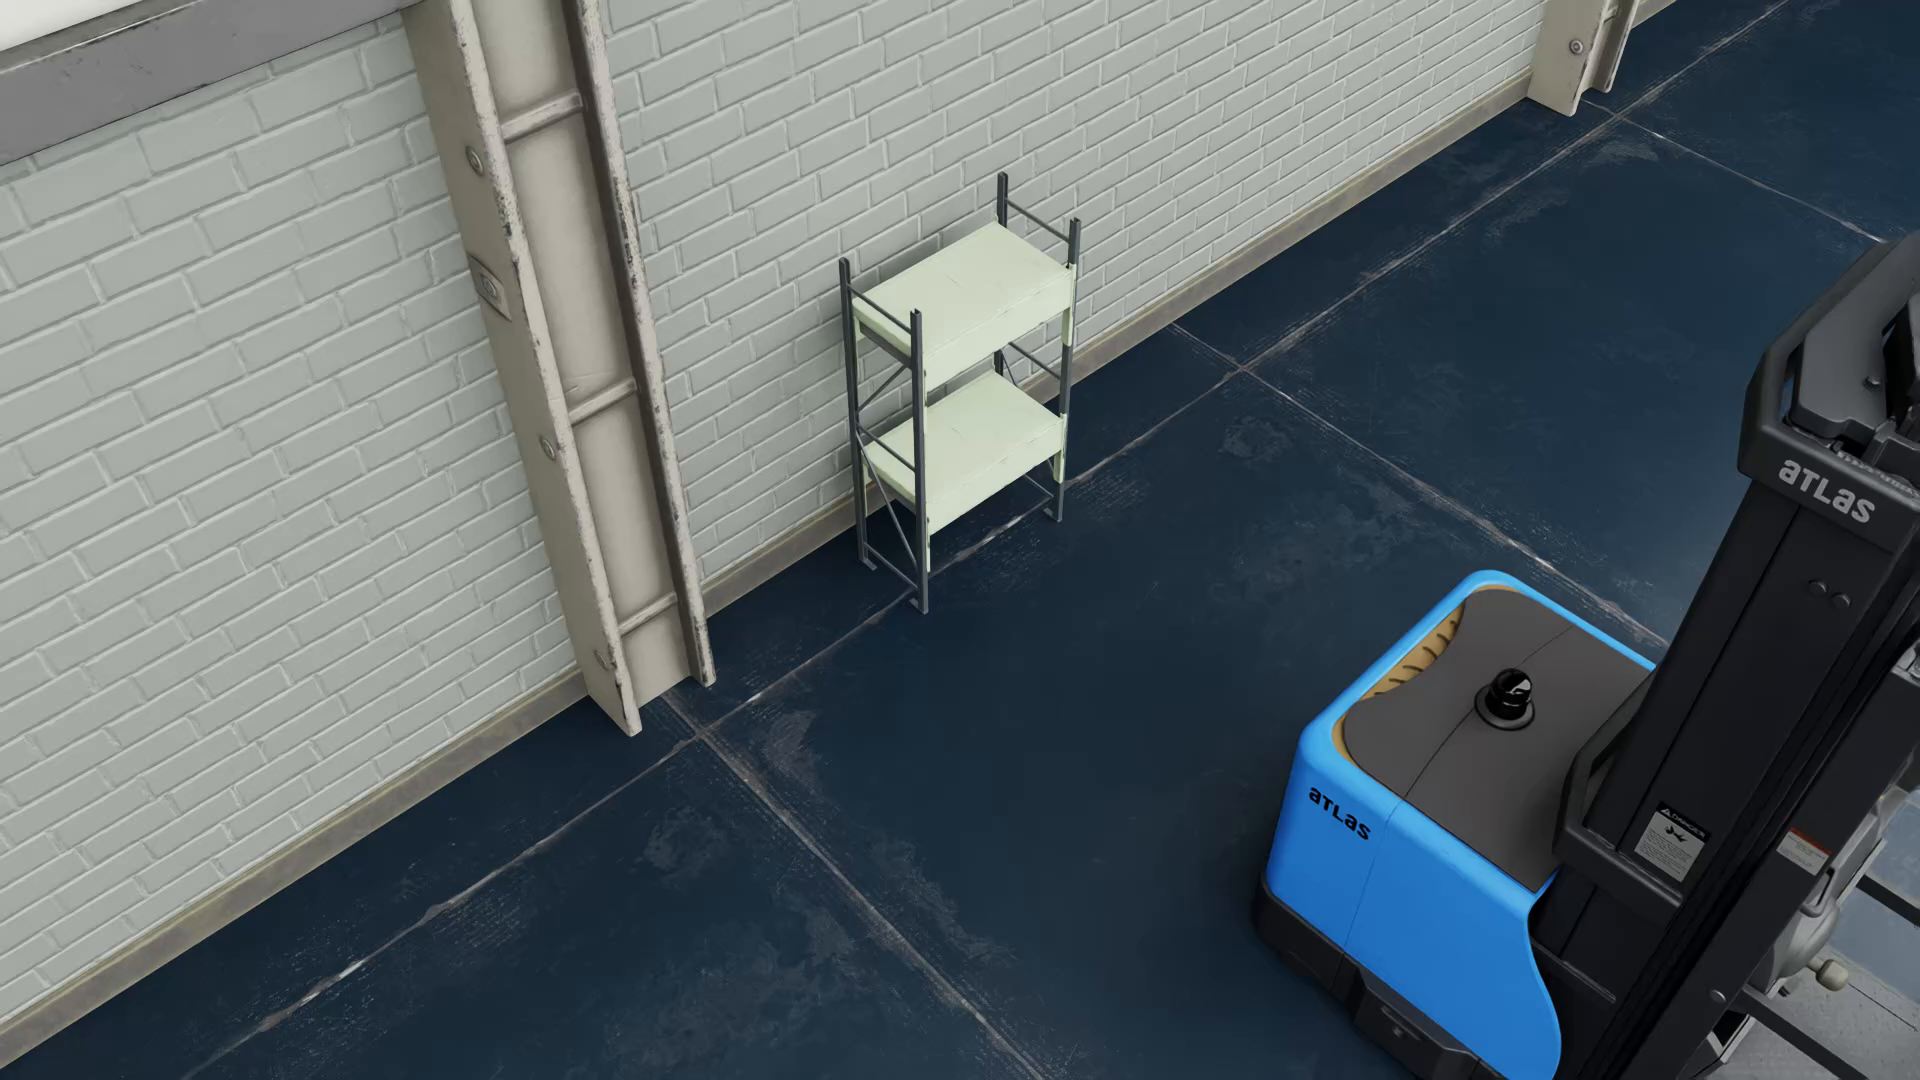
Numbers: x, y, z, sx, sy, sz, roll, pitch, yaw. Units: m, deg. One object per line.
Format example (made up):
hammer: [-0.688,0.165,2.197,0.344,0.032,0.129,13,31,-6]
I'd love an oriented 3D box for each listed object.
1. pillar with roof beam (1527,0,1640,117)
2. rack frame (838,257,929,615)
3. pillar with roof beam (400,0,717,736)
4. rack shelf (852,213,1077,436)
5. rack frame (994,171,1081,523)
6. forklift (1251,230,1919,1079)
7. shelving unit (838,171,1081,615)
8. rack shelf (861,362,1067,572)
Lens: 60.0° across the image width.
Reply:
pillar with roof beam: [6.172,-3.136,3.521,0.400,9.000,9.100,-34,56,-27]
rack frame: [-0.266,-0.331,6.035,0.023,1.500,0.400,-34,56,-27]
pillar with roof beam: [1.733,-0.170,0.784,0.400,9.000,9.100,-34,56,-27]
rack shelf: [0.005,-0.777,5.915,0.720,0.370,0.431,-34,56,-27]
rack frame: [0.276,-0.693,6.369,0.023,1.500,0.400,-34,56,-27]
forklift: [2.357,0.821,3.998,1.130,2.935,3.031,-36,57,-29]
shelving unit: [0.005,-0.512,6.202,0.755,1.500,0.431,-34,56,-27]
rack shelf: [0.005,-0.291,6.441,0.720,0.370,0.431,-34,56,-27]
